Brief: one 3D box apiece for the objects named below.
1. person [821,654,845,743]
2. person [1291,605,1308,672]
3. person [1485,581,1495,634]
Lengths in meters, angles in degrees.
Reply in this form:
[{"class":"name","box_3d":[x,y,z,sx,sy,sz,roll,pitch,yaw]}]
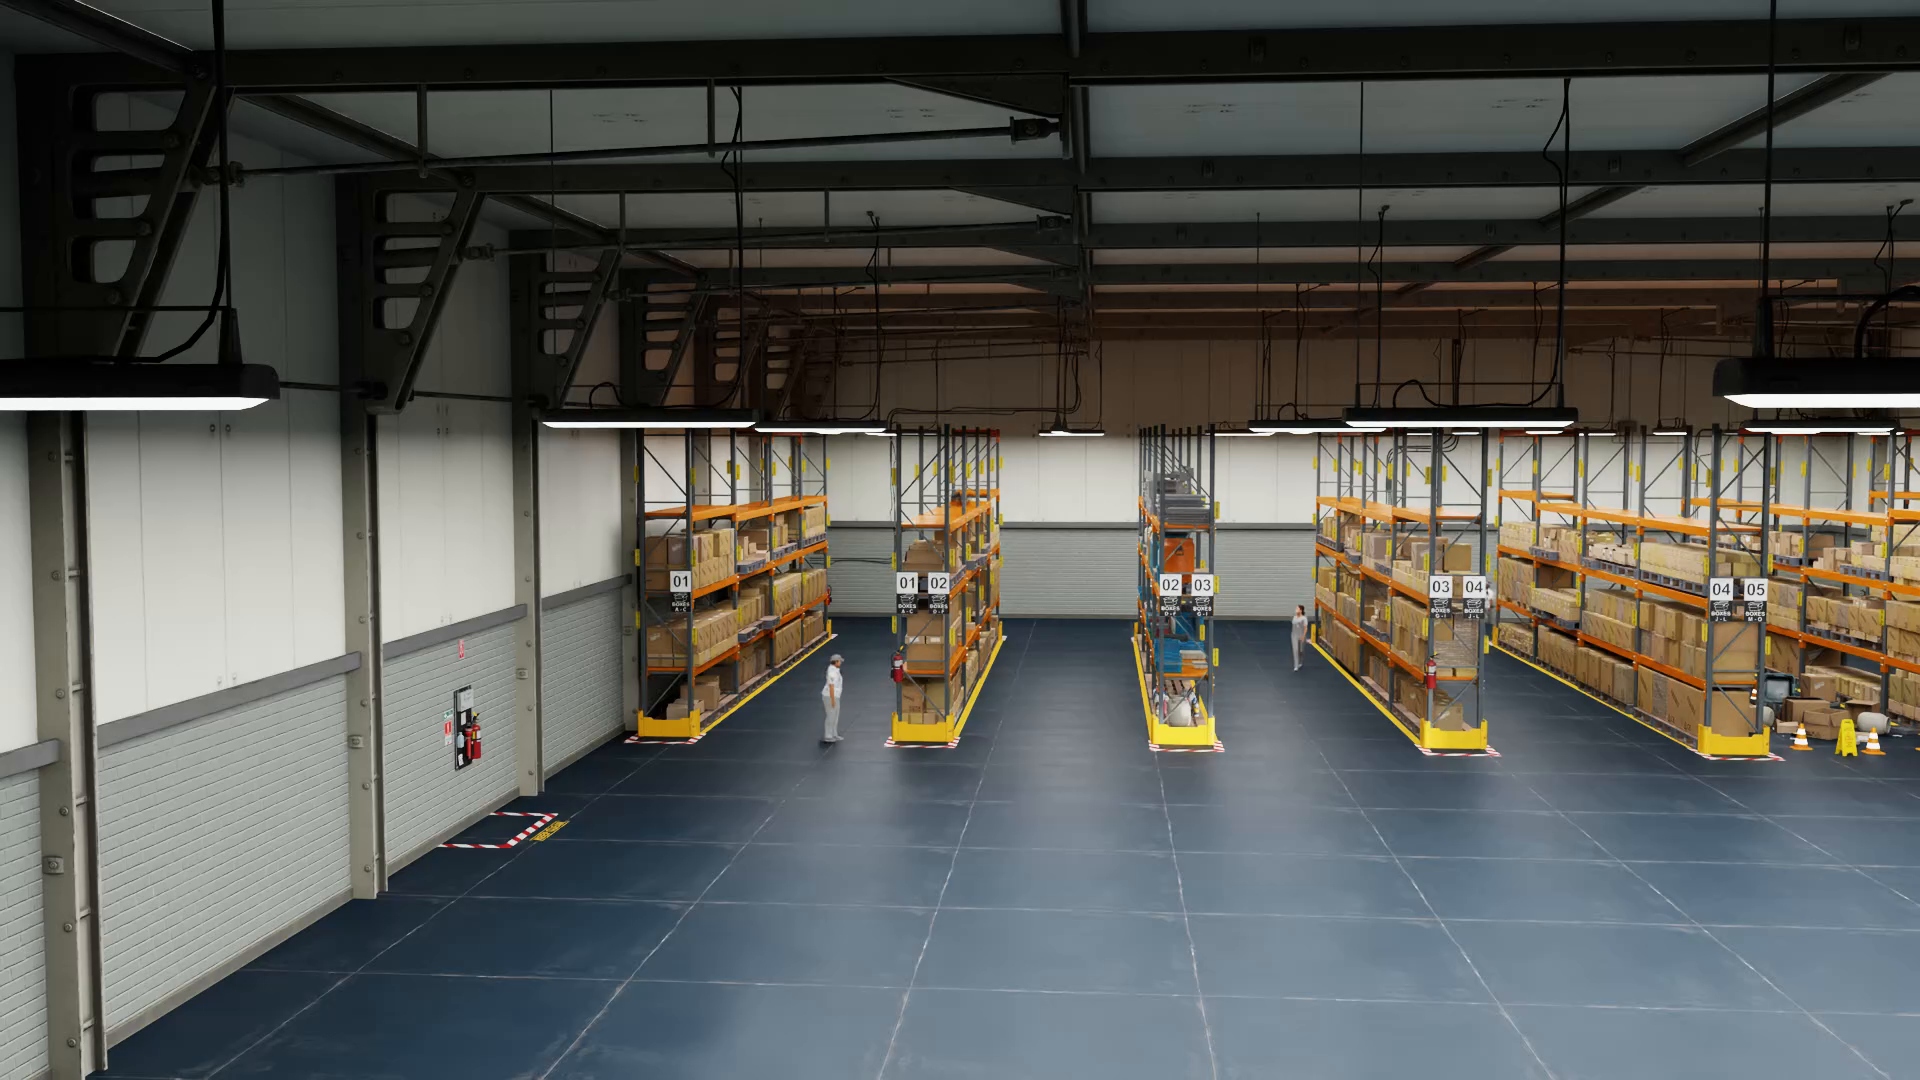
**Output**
[{"class":"person","box_3d":[-2.399,2.984,31.447,0.451,1.673,0.503,0,3,1]},{"class":"person","box_3d":[8.373,2.412,41.081,0.409,1.622,1.016,0,3,6]},{"class":"person","box_3d":[15.217,1.973,48.088,0.455,1.633,0.984,3,4,39]}]
